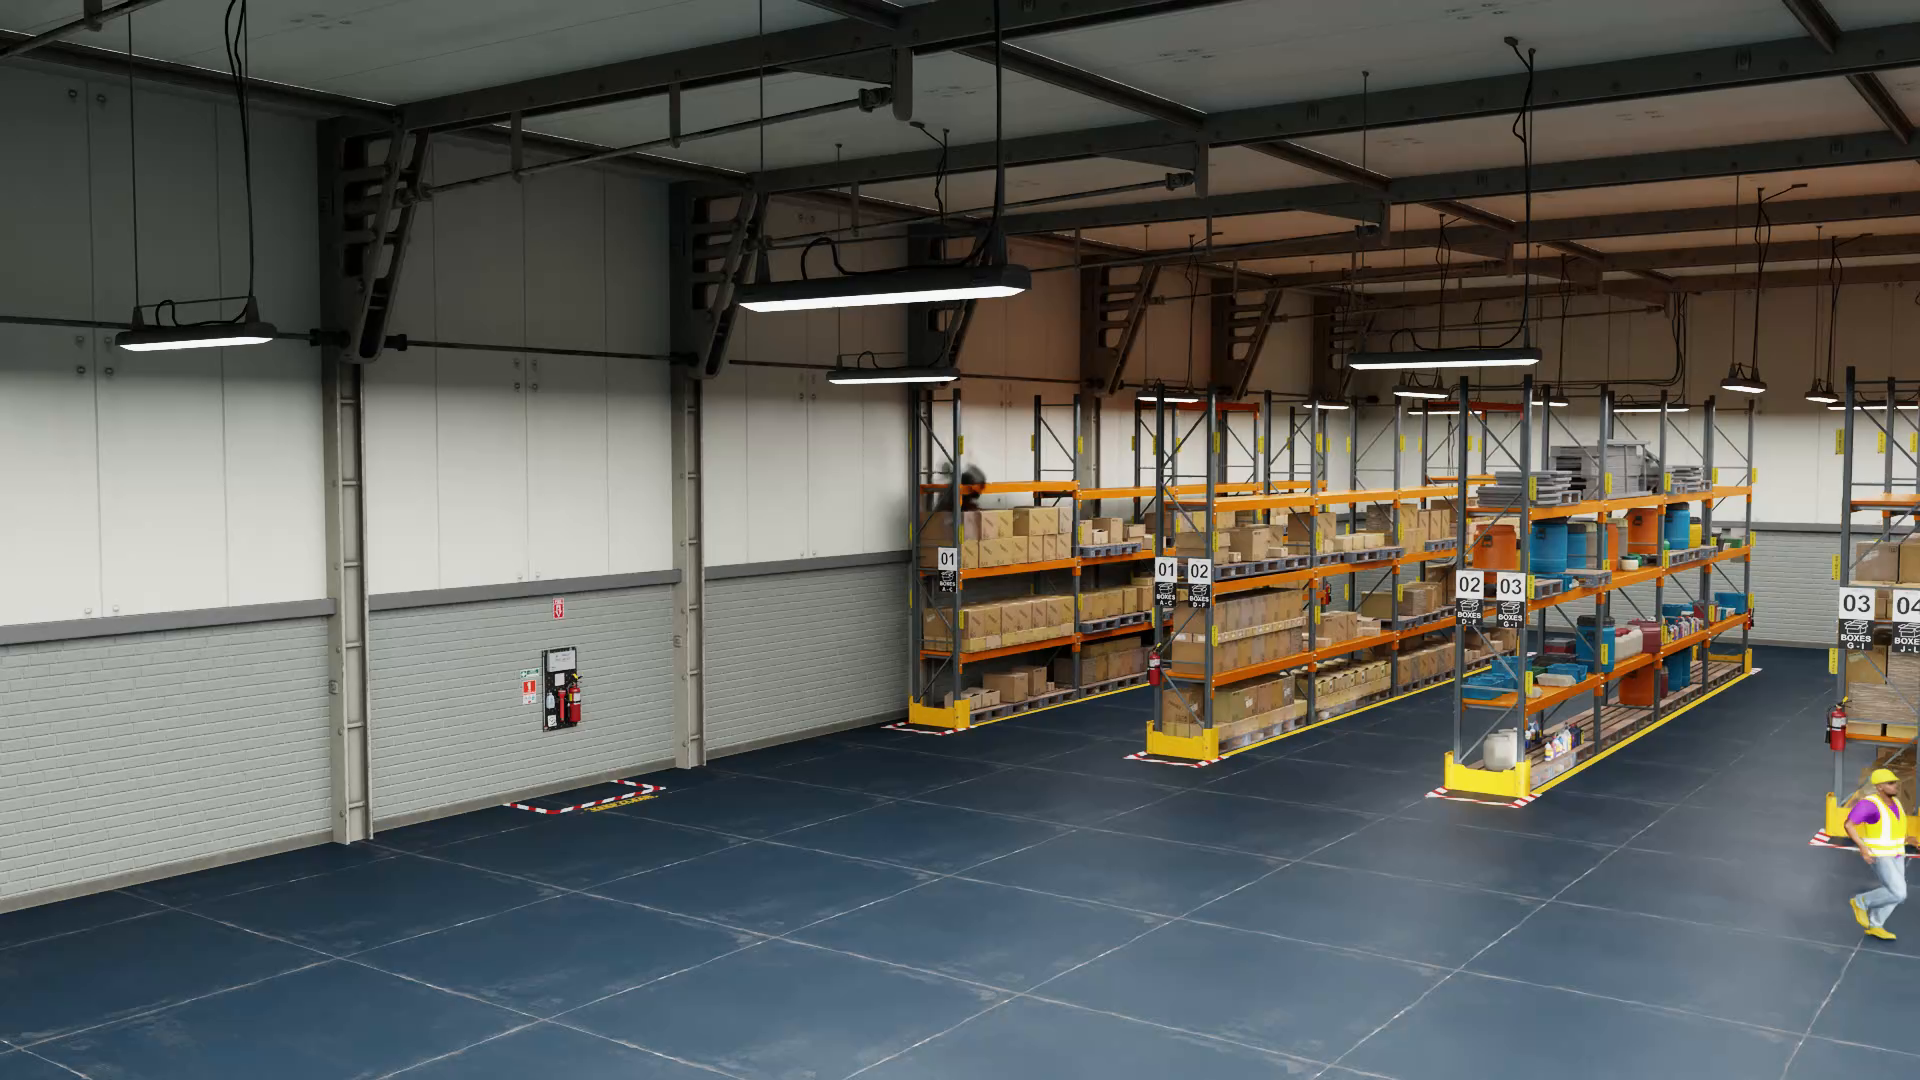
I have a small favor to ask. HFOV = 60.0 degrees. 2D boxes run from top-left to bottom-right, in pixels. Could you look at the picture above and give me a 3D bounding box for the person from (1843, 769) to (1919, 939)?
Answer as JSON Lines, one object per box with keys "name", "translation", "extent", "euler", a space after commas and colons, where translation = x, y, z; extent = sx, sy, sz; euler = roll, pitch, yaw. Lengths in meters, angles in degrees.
{"name": "person", "translation": [9.373, 3.180, 16.824], "extent": [0.698, 1.720, 0.576], "euler": [-2, 4, -28]}
